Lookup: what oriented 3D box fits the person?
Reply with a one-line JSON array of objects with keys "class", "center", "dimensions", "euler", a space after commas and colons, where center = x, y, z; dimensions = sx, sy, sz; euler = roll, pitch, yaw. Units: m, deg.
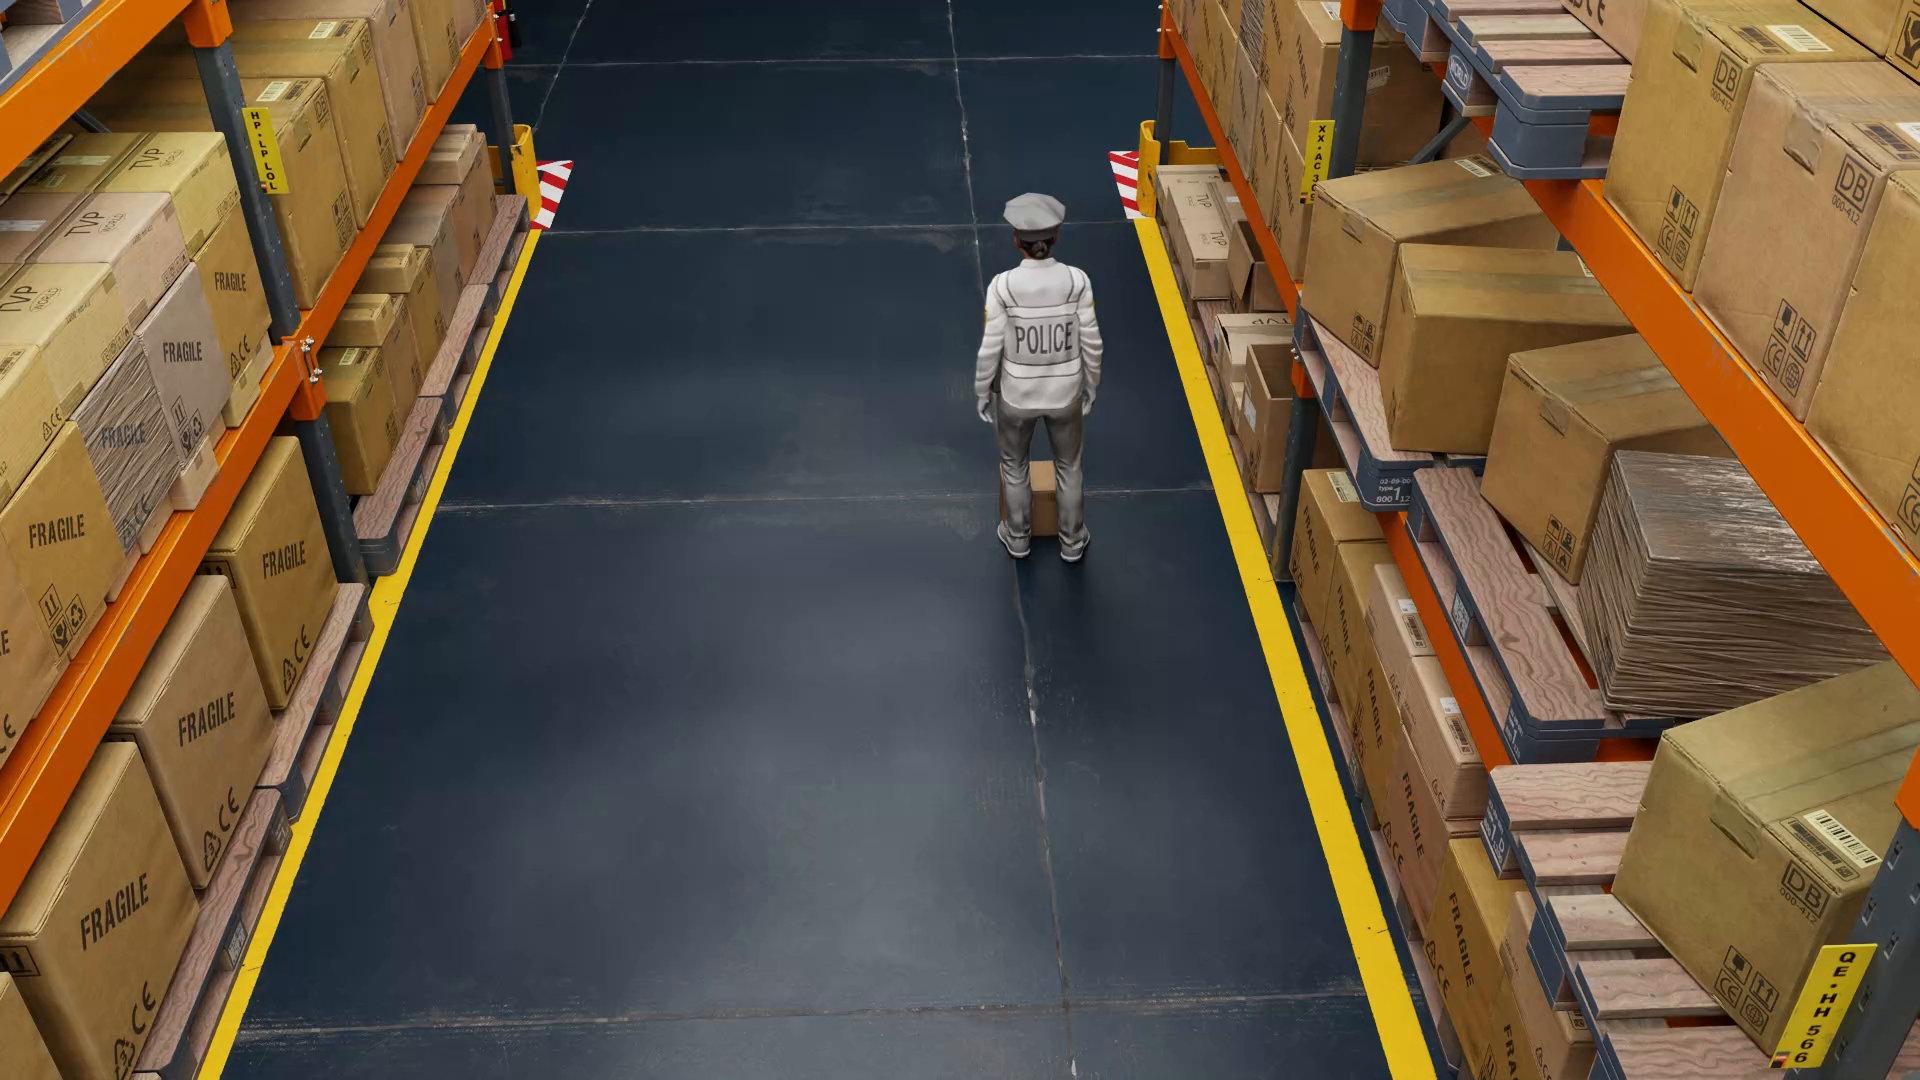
[{"class": "person", "center": [0.327, -0.634, 7.035], "dimensions": [0.543, 1.662, 0.416], "euler": [-4, 36, -5]}]
